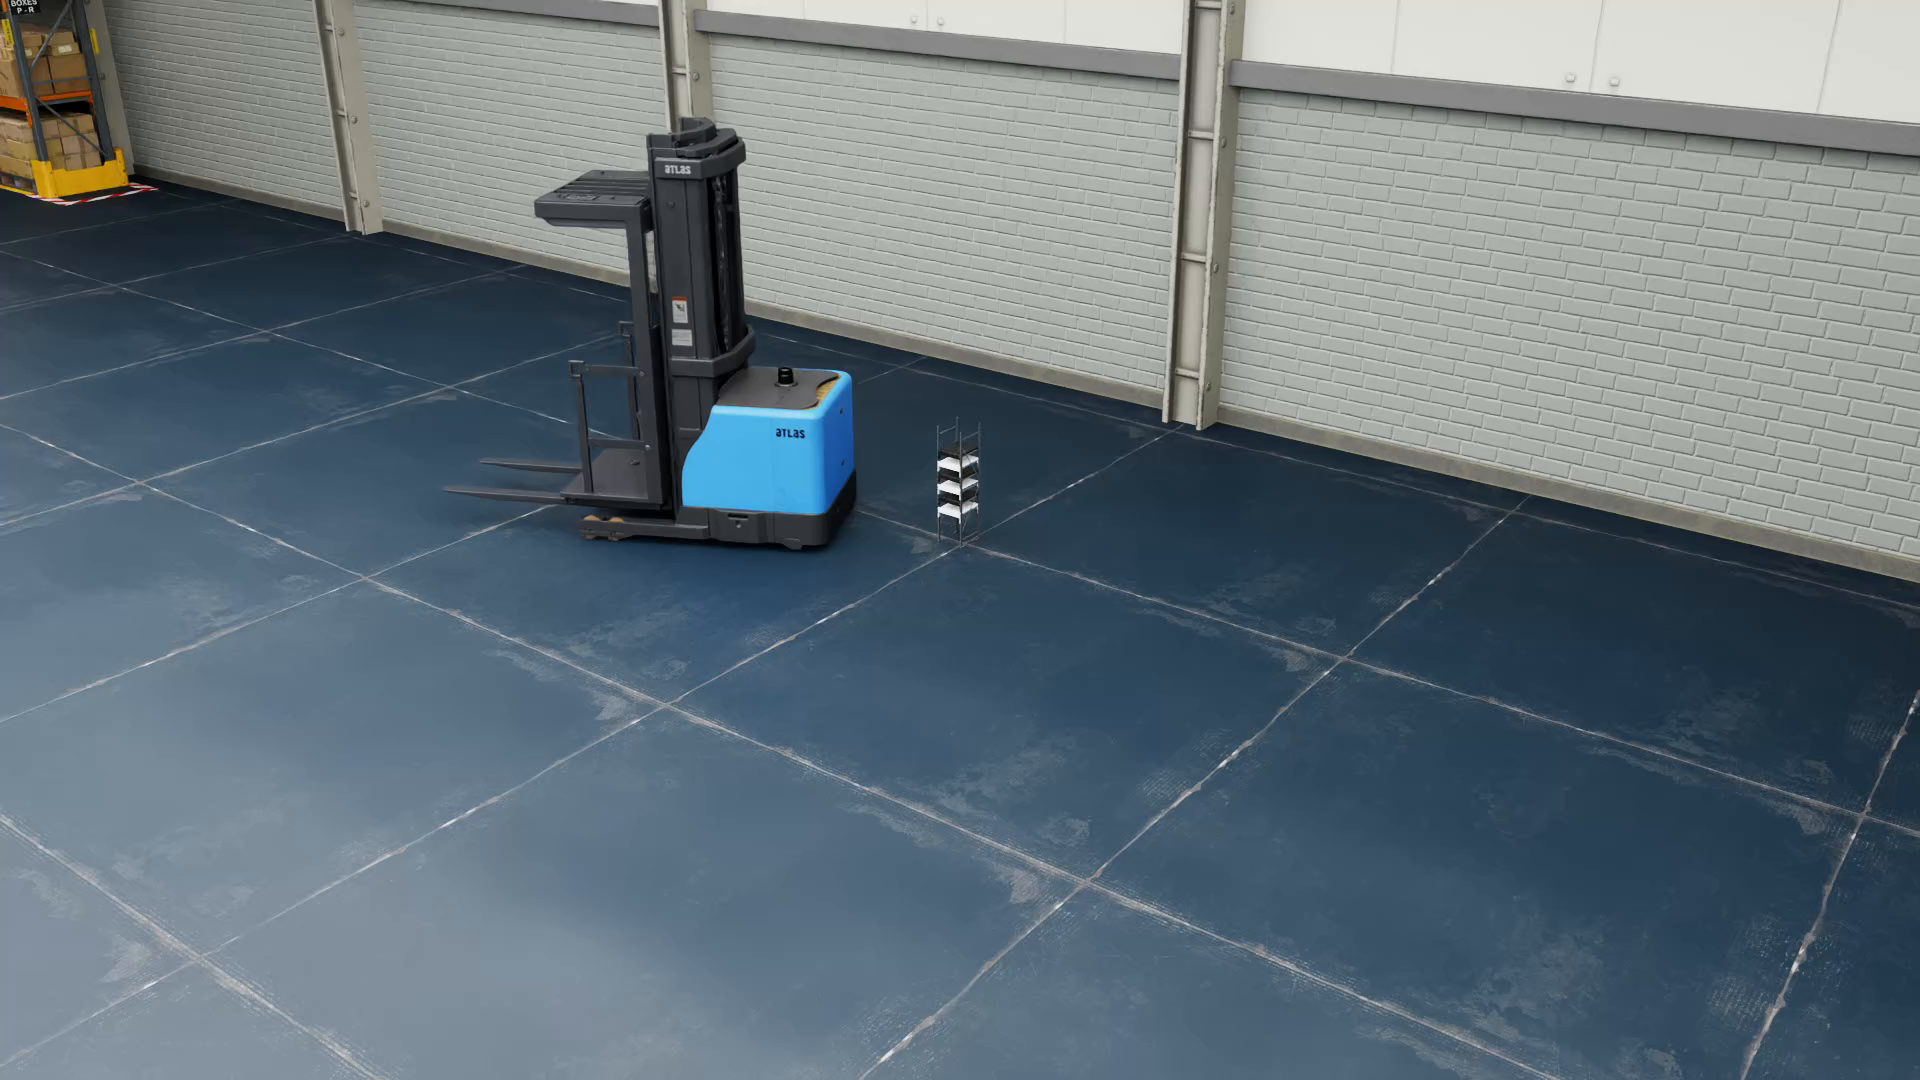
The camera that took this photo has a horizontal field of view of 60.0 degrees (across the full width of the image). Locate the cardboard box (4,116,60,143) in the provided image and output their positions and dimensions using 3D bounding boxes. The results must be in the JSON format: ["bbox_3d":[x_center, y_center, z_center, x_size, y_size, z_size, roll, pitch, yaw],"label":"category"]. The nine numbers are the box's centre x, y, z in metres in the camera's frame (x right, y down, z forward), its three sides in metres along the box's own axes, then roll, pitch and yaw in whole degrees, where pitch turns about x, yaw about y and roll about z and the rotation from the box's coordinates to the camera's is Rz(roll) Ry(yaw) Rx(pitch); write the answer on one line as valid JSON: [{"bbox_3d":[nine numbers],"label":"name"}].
[{"bbox_3d":[-12.919,-5.715,23.149,0.500,0.250,0.500,18,29,35],"label":"cardboard box"}]

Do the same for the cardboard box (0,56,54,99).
[{"bbox_3d":[-12.915,-6.393,22.915,0.500,0.500,0.500,16,28,32],"label":"cardboard box"}]

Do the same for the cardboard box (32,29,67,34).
[{"bbox_3d":[-12.680,-7.026,23.179,0.250,0.149,0.380,18,29,35],"label":"cardboard box"}]

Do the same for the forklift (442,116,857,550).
[{"bbox_3d":[-2.363,-1.541,12.113,3.031,2.935,1.130,4,24,9],"label":"forklift"}]

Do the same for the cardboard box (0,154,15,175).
[{"bbox_3d":[-13.322,-5.382,23.633,0.500,0.250,0.500,17,29,33],"label":"cardboard box"}]

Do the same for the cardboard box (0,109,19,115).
[{"bbox_3d":[-13.741,-5.955,23.695,0.500,0.250,0.500,17,29,34],"label":"cardboard box"}]

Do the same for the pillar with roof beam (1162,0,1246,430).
[{"bbox_3d":[-0.559,-3.775,9.658,0.400,9.000,9.100,17,29,33],"label":"pillar with roof beam"}]

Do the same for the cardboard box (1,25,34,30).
[{"bbox_3d":[-13.328,-7.195,23.563,0.250,0.149,0.380,18,29,35],"label":"cardboard box"}]

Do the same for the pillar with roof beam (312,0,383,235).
[{"bbox_3d":[-10.161,-6.677,16.244,0.400,9.000,9.100,17,29,33],"label":"pillar with roof beam"}]

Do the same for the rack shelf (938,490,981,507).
[{"bbox_3d":[-0.006,-0.301,12.123,0.200,0.077,0.258,17,29,33],"label":"rack shelf"}]

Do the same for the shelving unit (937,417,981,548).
[{"bbox_3d":[-0.006,-0.414,12.073,0.210,0.900,0.258,17,29,33],"label":"shelving unit"}]

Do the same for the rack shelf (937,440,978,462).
[{"bbox_3d":[-0.006,-0.630,11.978,0.200,0.077,0.258,17,29,33],"label":"rack shelf"}]

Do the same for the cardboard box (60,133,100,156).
[{"bbox_3d":[-12.616,-5.656,23.636,0.500,0.250,0.500,17,29,34],"label":"cardboard box"}]

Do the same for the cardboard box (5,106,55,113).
[{"bbox_3d":[-13.431,-6.125,24.081,0.500,0.250,0.500,17,29,33],"label":"cardboard box"}]

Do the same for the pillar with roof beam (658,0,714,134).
[{"bbox_3d":[-5.360,-5.226,12.951,0.400,9.000,9.100,17,29,33],"label":"pillar with roof beam"}]

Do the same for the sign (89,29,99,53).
[{"bbox_3d":[-12.026,-6.923,23.070,0.005,0.325,0.100,17,29,33],"label":"sign"}]

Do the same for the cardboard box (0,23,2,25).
[{"bbox_3d":[-13.725,-7.325,23.857,0.250,0.149,0.380,17,29,34],"label":"cardboard box"}]

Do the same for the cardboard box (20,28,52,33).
[{"bbox_3d":[-12.913,-7.075,23.290,0.250,0.149,0.380,17,29,34],"label":"cardboard box"}]

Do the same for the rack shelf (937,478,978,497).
[{"bbox_3d":[-0.006,-0.383,12.086,0.200,0.077,0.258,17,29,33],"label":"rack shelf"}]

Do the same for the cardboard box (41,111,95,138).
[{"bbox_3d":[-12.635,-5.881,23.528,0.500,0.250,0.500,16,29,33],"label":"cardboard box"}]

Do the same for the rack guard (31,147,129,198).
[{"bbox_3d":[-12.345,-5.163,23.348,0.348,0.500,1.175,17,29,33],"label":"rack guard"}]

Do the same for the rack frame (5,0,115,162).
[{"bbox_3d":[-12.364,-6.313,22.857,0.127,3.000,1.000,17,29,33],"label":"rack frame"}]

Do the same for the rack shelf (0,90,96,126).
[{"bbox_3d":[-13.964,-6.467,24.100,4.000,0.370,1.077,17,29,33],"label":"rack shelf"}]

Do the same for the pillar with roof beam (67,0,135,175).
[{"bbox_3d":[-14.962,-8.128,19.537,0.400,9.000,9.100,17,29,33],"label":"pillar with roof beam"}]

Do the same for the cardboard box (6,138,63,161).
[{"bbox_3d":[-12.941,-5.492,23.264,0.500,0.250,0.500,16,29,33],"label":"cardboard box"}]

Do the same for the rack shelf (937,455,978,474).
[{"bbox_3d":[-0.006,-0.548,12.014,0.200,0.077,0.258,17,29,33],"label":"rack shelf"}]

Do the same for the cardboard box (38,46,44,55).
[{"bbox_3d":[-12.715,-6.860,23.171,0.250,0.149,0.380,17,29,33],"label":"cardboard box"}]

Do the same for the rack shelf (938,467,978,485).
[{"bbox_3d":[-0.006,-0.466,12.050,0.200,0.077,0.258,17,29,33],"label":"rack shelf"}]

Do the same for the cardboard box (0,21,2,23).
[{"bbox_3d":[-13.939,-7.388,23.999,0.250,0.149,0.380,18,29,35],"label":"cardboard box"}]

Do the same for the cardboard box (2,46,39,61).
[{"bbox_3d":[-12.809,-6.649,22.691,0.250,0.149,0.380,17,29,34],"label":"cardboard box"}]

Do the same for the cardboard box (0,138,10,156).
[{"bbox_3d":[-13.336,-5.617,23.547,0.500,0.250,0.500,16,29,33],"label":"cardboard box"}]

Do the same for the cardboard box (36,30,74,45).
[{"bbox_3d":[-12.505,-6.941,22.987,0.250,0.149,0.380,16,28,32],"label":"cardboard box"}]

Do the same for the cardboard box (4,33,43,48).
[{"bbox_3d":[-12.777,-6.810,22.688,0.250,0.149,0.380,17,29,33],"label":"cardboard box"}]

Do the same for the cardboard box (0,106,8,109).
[{"bbox_3d":[-13.837,-6.252,24.368,0.500,0.250,0.500,16,28,32],"label":"cardboard box"}]

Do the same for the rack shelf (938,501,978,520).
[{"bbox_3d":[-0.006,-0.219,12.159,0.200,0.077,0.258,17,29,33],"label":"rack shelf"}]

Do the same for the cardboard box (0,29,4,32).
[{"bbox_3d":[-13.373,-6.998,23.116,0.250,0.149,0.380,17,29,34],"label":"cardboard box"}]

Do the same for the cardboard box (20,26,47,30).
[{"bbox_3d":[-13.103,-7.140,23.436,0.250,0.149,0.380,17,29,34],"label":"cardboard box"}]

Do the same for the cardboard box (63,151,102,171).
[{"bbox_3d":[-12.640,-5.428,23.739,0.500,0.250,0.500,17,29,34],"label":"cardboard box"}]

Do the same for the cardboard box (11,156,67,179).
[{"bbox_3d":[-12.929,-5.258,23.353,0.500,0.250,0.500,17,29,34],"label":"cardboard box"}]

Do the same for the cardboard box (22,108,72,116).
[{"bbox_3d":[-13.037,-6.001,23.799,0.500,0.250,0.500,17,29,33],"label":"cardboard box"}]

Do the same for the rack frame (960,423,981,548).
[{"bbox_3d":[0.075,-0.389,12.017,0.006,0.900,0.240,17,29,33],"label":"rack frame"}]

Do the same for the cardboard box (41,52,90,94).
[{"bbox_3d":[-12.594,-6.568,23.312,0.500,0.500,0.500,18,29,35],"label":"cardboard box"}]

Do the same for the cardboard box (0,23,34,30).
[{"bbox_3d":[-13.479,-7.291,23.779,0.250,0.149,0.380,16,28,32],"label":"cardboard box"}]

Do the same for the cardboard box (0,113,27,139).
[{"bbox_3d":[-13.332,-5.836,23.425,0.500,0.250,0.500,17,29,34],"label":"cardboard box"}]

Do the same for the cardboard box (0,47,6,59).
[{"bbox_3d":[-13.032,-6.701,22.810,0.250,0.149,0.380,17,29,34],"label":"cardboard box"}]

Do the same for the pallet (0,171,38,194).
[{"bbox_3d":[-13.001,-5.208,23.808,1.213,0.211,1.003,17,29,33],"label":"pallet"}]

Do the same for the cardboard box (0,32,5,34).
[{"bbox_3d":[-13.219,-6.914,22.925,0.250,0.149,0.380,18,29,34],"label":"cardboard box"}]

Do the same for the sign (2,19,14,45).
[{"bbox_3d":[-12.700,-6.779,22.186,0.005,0.325,0.100,17,29,33],"label":"sign"}]

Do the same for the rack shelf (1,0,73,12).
[{"bbox_3d":[-13.964,-7.840,23.495,4.000,0.370,1.077,17,29,33],"label":"rack shelf"}]

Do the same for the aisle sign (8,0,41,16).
[{"bbox_3d":[-12.488,-7.392,22.082,0.004,0.787,0.394,17,29,33],"label":"aisle sign"}]

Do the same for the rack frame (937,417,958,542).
[{"bbox_3d":[-0.088,-0.438,12.129,0.006,0.900,0.240,17,29,33],"label":"rack frame"}]

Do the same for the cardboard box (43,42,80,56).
[{"bbox_3d":[-12.480,-6.821,23.082,0.250,0.149,0.380,16,28,32],"label":"cardboard box"}]

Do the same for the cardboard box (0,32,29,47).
[{"bbox_3d":[-12.993,-6.860,22.801,0.250,0.149,0.380,17,29,33],"label":"cardboard box"}]
